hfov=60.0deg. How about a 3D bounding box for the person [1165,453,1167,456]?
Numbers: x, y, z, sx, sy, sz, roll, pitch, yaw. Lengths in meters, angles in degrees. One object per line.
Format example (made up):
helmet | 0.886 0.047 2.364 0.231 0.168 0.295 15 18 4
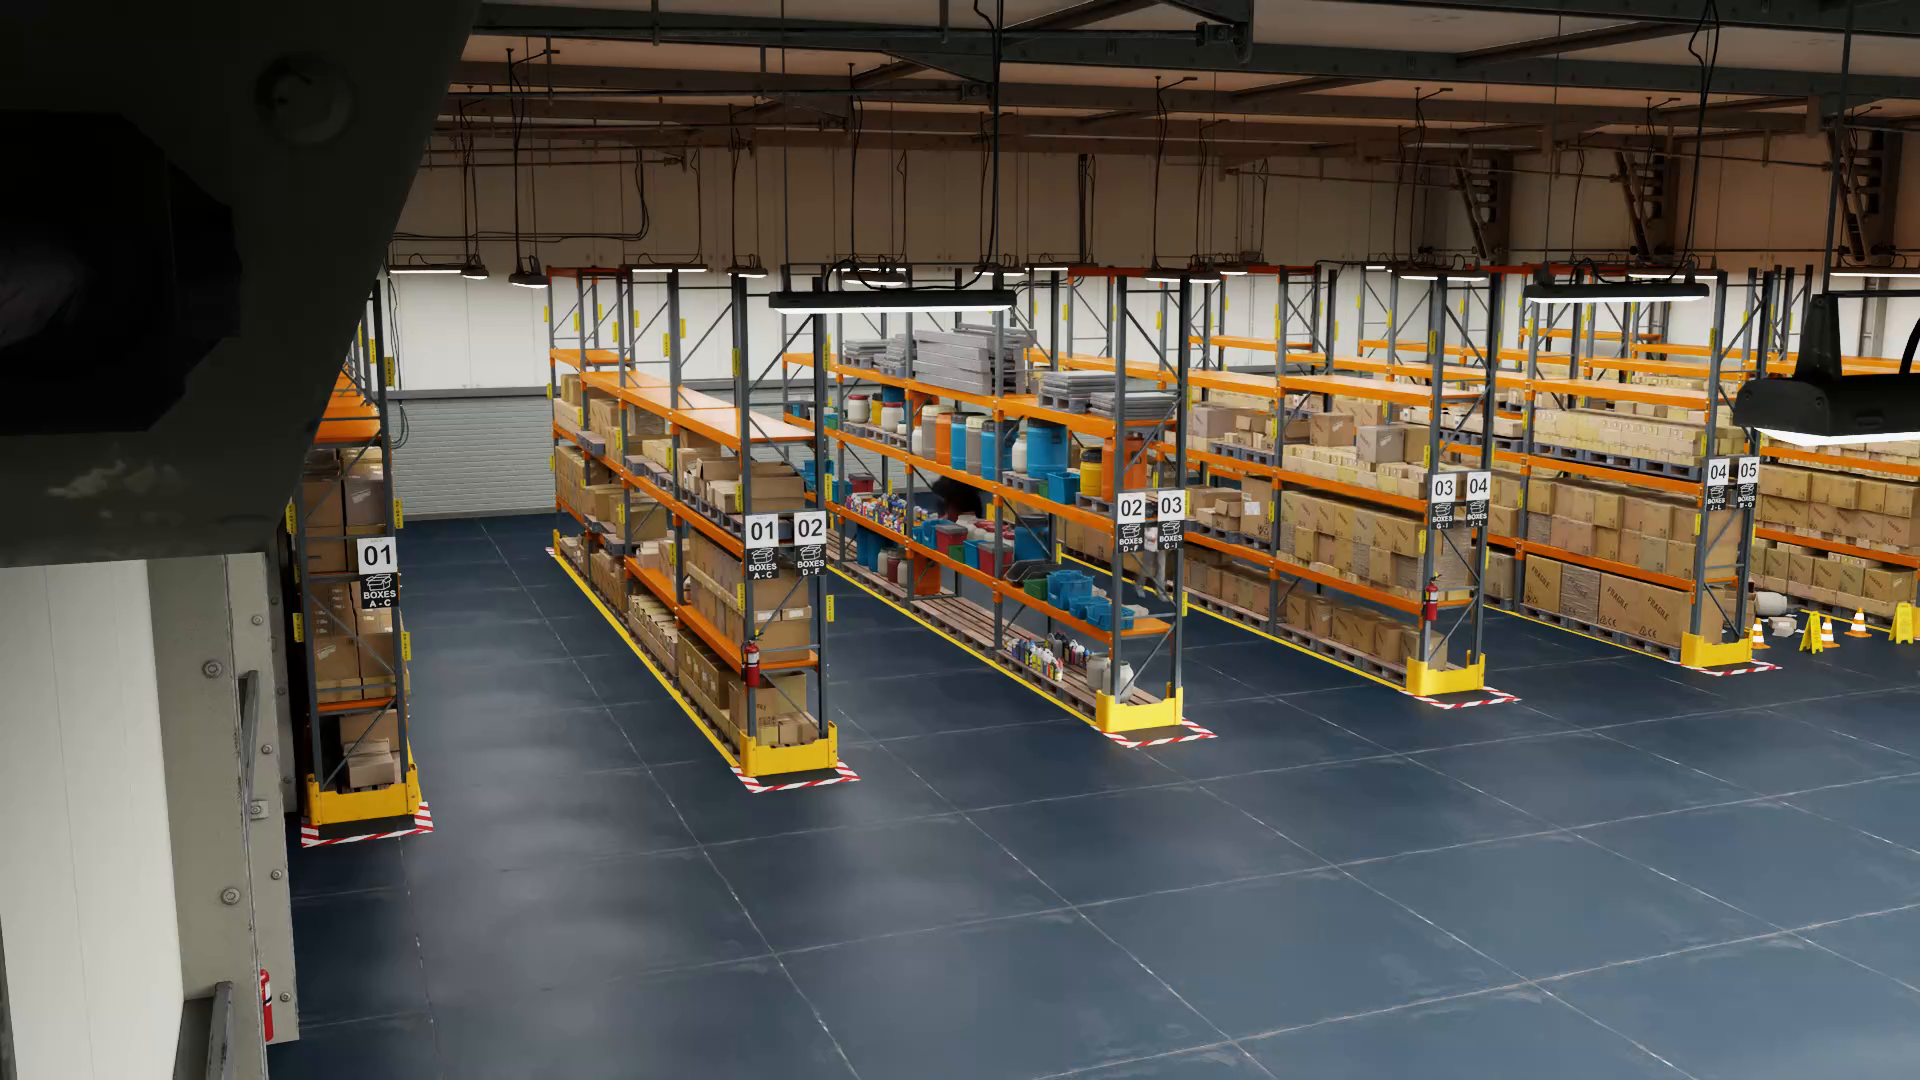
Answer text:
person | 4.623 -1.213 38.678 0.773 1.711 0.747 -1 10 -6

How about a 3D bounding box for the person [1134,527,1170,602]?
person | 3.383 0.161 28.974 0.646 1.795 0.859 -5 11 -29
